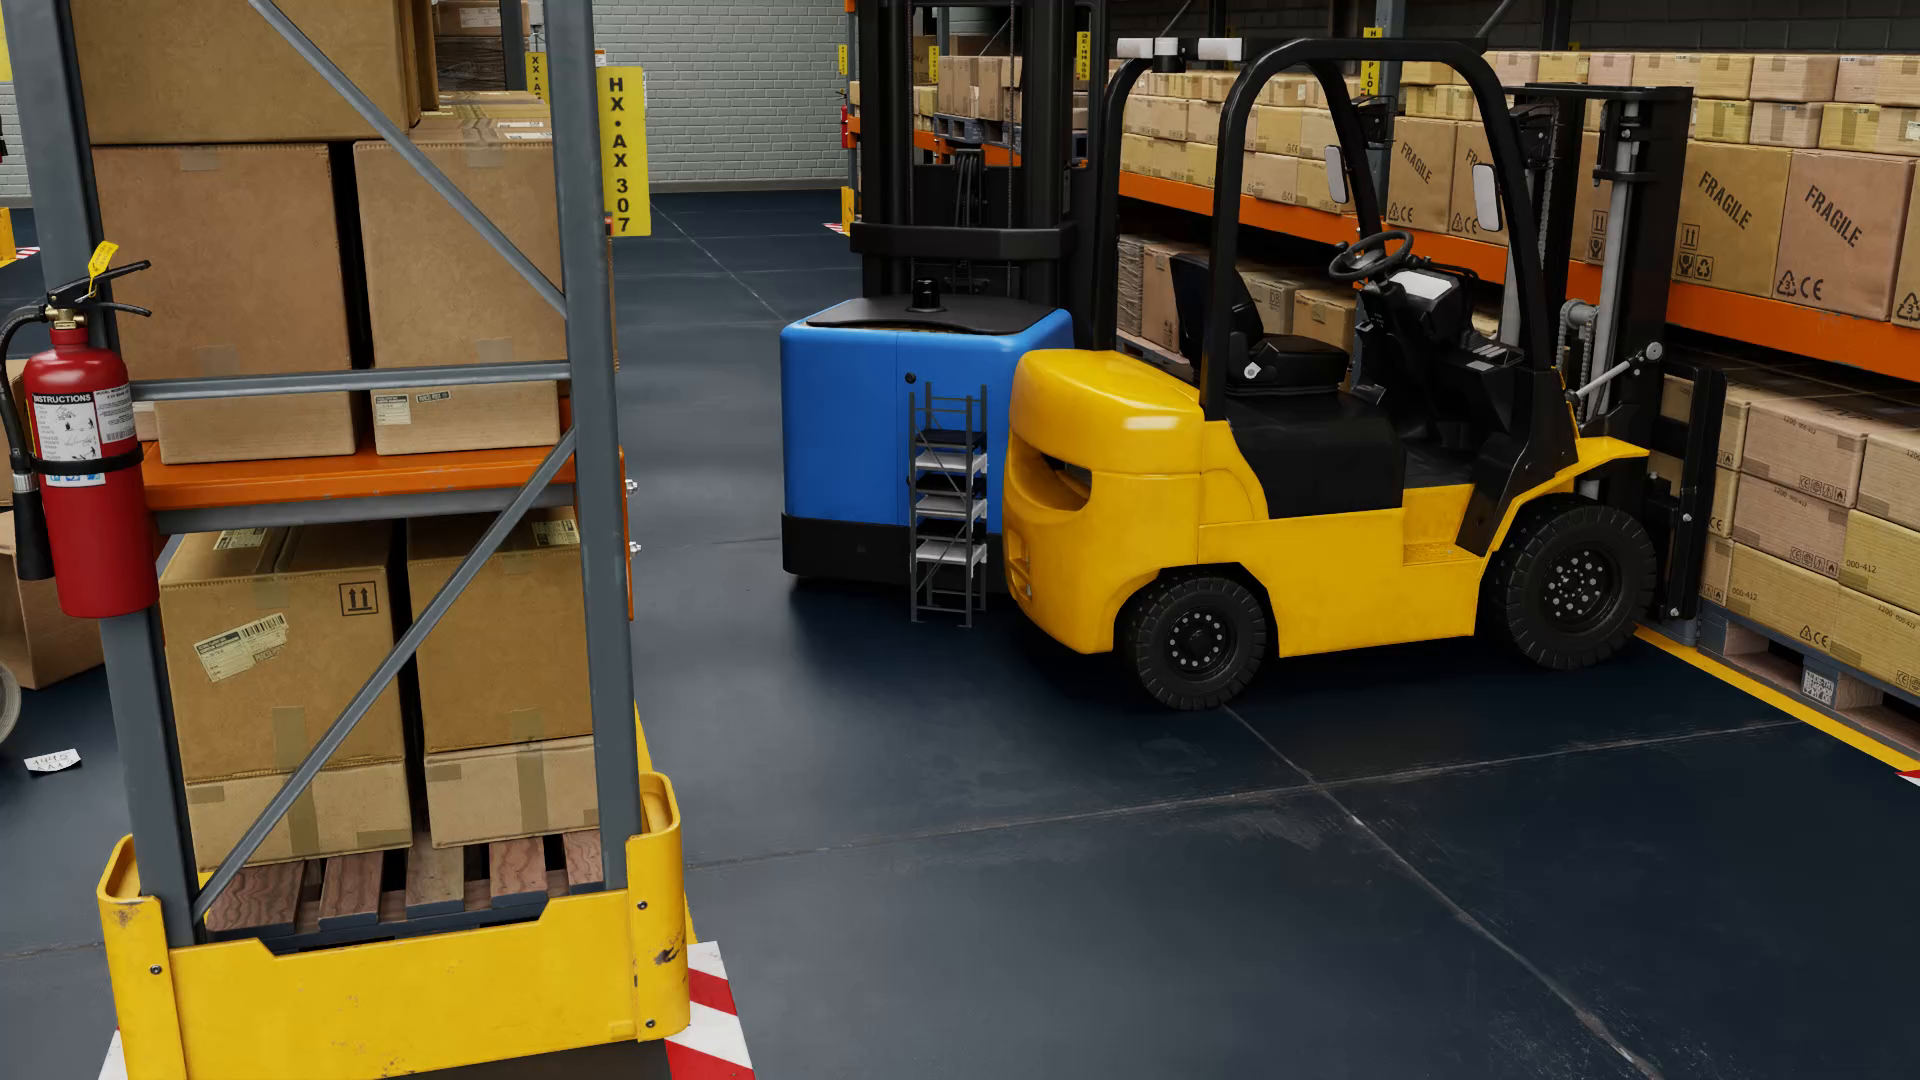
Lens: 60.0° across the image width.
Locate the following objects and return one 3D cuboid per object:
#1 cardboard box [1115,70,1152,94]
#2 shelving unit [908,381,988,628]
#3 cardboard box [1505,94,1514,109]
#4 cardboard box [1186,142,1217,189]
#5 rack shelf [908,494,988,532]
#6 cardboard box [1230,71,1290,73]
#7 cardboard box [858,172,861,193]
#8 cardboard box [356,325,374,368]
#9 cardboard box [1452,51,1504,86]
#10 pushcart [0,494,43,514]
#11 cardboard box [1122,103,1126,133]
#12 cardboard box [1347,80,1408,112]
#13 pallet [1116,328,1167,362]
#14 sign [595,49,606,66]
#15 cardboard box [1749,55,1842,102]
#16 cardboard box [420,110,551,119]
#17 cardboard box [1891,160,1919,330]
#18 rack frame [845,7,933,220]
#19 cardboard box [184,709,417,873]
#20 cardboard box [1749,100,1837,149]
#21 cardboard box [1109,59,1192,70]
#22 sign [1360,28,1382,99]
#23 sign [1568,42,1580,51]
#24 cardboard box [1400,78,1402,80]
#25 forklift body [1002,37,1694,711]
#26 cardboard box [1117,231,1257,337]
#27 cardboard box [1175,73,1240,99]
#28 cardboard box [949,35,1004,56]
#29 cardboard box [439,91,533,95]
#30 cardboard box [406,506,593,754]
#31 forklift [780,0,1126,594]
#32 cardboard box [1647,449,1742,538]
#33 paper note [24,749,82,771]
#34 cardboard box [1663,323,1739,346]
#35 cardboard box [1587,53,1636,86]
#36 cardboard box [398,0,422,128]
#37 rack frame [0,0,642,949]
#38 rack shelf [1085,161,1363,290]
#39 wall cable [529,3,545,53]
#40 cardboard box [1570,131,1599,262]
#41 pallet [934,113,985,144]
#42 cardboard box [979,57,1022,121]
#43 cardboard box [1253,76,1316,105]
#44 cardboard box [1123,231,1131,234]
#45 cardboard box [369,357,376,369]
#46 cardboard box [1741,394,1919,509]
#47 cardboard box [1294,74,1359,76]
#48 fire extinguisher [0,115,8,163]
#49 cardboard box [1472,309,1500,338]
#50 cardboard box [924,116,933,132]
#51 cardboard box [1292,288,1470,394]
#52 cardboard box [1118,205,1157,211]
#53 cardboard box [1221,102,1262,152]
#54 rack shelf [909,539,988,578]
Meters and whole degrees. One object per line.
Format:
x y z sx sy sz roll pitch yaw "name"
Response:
1.263 -3.085 11.206 0.380 0.149 0.250 -4 17 -14 "cardboard box"
-0.044 -0.135 6.337 0.258 0.900 0.210 5 17 15 "shelving unit"
2.486 -1.839 7.059 0.380 0.149 0.250 -4 17 -14 "cardboard box"
1.694 -2.272 10.064 0.500 0.250 0.500 -4 17 -13 "cardboard box"
-0.044 -0.103 6.346 0.258 0.077 0.200 5 17 15 "rack shelf"
1.995 -2.994 10.902 0.380 0.149 0.250 -5 17 -16 "cardboard box"
-0.737 -3.953 19.007 0.797 0.503 0.637 -5 18 -17 "cardboard box"
-1.758 -0.556 4.525 0.380 0.149 0.250 -4 17 -14 "cardboard box"
2.462 -2.130 7.512 0.380 0.149 0.250 -4 17 -14 "cardboard box"
-4.466 0.039 6.668 1.648 0.377 0.936 -12 20 -34 "pushcart"
1.247 -2.935 11.400 0.500 0.250 0.500 -5 17 -15 "cardboard box"
2.176 -2.240 8.395 0.380 0.149 0.250 -4 17 -13 "cardboard box"
1.573 -1.345 11.563 1.003 0.211 1.213 -5 17 -15 "pallet"
-5.208 -6.863 23.649 0.339 0.242 0.001 -5 17 -15 "sign"
2.911 -1.556 5.599 0.380 0.149 0.250 -4 17 -14 "cardboard box"
-1.339 -0.932 4.650 0.500 0.500 0.500 -5 17 -16 "cardboard box"
3.195 -0.862 4.933 0.500 0.500 0.500 -5 17 -16 "cardboard box"
-0.814 -5.124 19.297 1.000 3.000 0.127 -5 17 -15 "rack frame"
-1.676 0.602 4.284 0.500 0.250 0.500 -5 17 -16 "cardboard box"
2.931 -1.415 5.648 0.380 0.149 0.250 -5 18 -17 "cardboard box"
1.393 -3.315 12.370 0.500 0.500 0.500 -4 17 -13 "cardboard box"
1.965 -2.276 7.940 0.100 0.325 0.005 -5 17 -15 "sign"
3.017 -2.302 8.258 0.100 0.325 0.005 -5 17 -15 "sign"
2.502 -2.425 9.010 0.380 0.149 0.250 -5 17 -15 "cardboard box"
1.308 -0.672 5.951 2.313 2.155 1.214 -5 17 -15 "forklift body"
1.543 -1.802 11.633 0.875 0.625 0.625 -4 17 -13 "cardboard box"
1.554 -2.802 10.266 0.380 0.149 0.250 -4 17 -14 "cardboard box"
0.132 -4.880 16.926 0.500 0.500 0.500 -5 17 -17 "cardboard box"
-1.927 -1.499 6.536 0.500 0.500 0.500 -5 17 -17 "cardboard box"
-1.151 0.200 4.318 0.500 0.500 0.500 -5 18 -17 "cardboard box"
0.175 -1.577 7.607 1.130 2.935 3.031 5 17 15 "forklift"
2.859 -0.213 6.127 0.500 0.250 0.500 -5 17 -17 "cardboard box"
-2.805 0.678 5.141 0.142 0.019 0.148 -12 20 -34 "paper note"
3.085 -0.767 7.104 0.500 0.250 0.500 -5 17 -15 "cardboard box"
2.716 -1.844 6.559 0.380 0.149 0.250 -5 17 -15 "cardboard box"
-1.671 -1.239 3.933 0.700 0.500 0.500 -5 17 -15 "cardboard box"
-1.189 -0.305 3.253 1.000 3.000 0.127 -5 17 -15 "rack frame"
1.934 -2.014 10.192 1.077 0.370 4.000 -5 17 -15 "rack shelf"
-5.797 -6.891 23.411 0.588 1.984 0.122 -5 17 -15 "wall cable"
2.654 -1.427 6.814 0.500 0.500 0.500 -5 17 -16 "cardboard box"
0.400 -3.696 14.877 1.003 0.211 1.213 -5 17 -15 "pallet"
0.561 -3.755 13.835 0.700 0.500 0.500 -5 17 -16 "cardboard box"
1.860 -2.522 9.332 0.380 0.149 0.250 -5 17 -17 "cardboard box"
1.422 -2.191 13.148 0.500 0.500 0.500 -5 17 -15 "cardboard box"
-1.166 -0.364 3.886 0.380 0.149 0.250 -4 17 -14 "cardboard box"
3.011 -0.305 5.565 0.500 0.250 0.500 -4 17 -14 "cardboard box"
2.219 -2.703 9.935 0.380 0.149 0.250 -5 17 -15 "cardboard box"
-9.943 -4.202 17.009 0.296 0.674 0.183 -5 17 -15 "fire extinguisher"
2.446 -0.867 7.436 0.500 0.250 0.500 -5 17 -15 "cardboard box"
-0.138 -4.036 16.111 0.380 0.149 0.250 -4 17 -14 "cardboard box"
2.330 -1.012 9.005 0.875 0.625 0.625 -4 17 -13 "cardboard box"
1.363 -2.615 13.433 0.380 0.149 0.250 -6 18 -18 "cardboard box"
1.820 -2.372 9.525 0.500 0.250 0.500 -4 17 -14 "cardboard box"
-0.044 0.070 6.398 0.258 0.077 0.200 5 17 15 "rack shelf"
